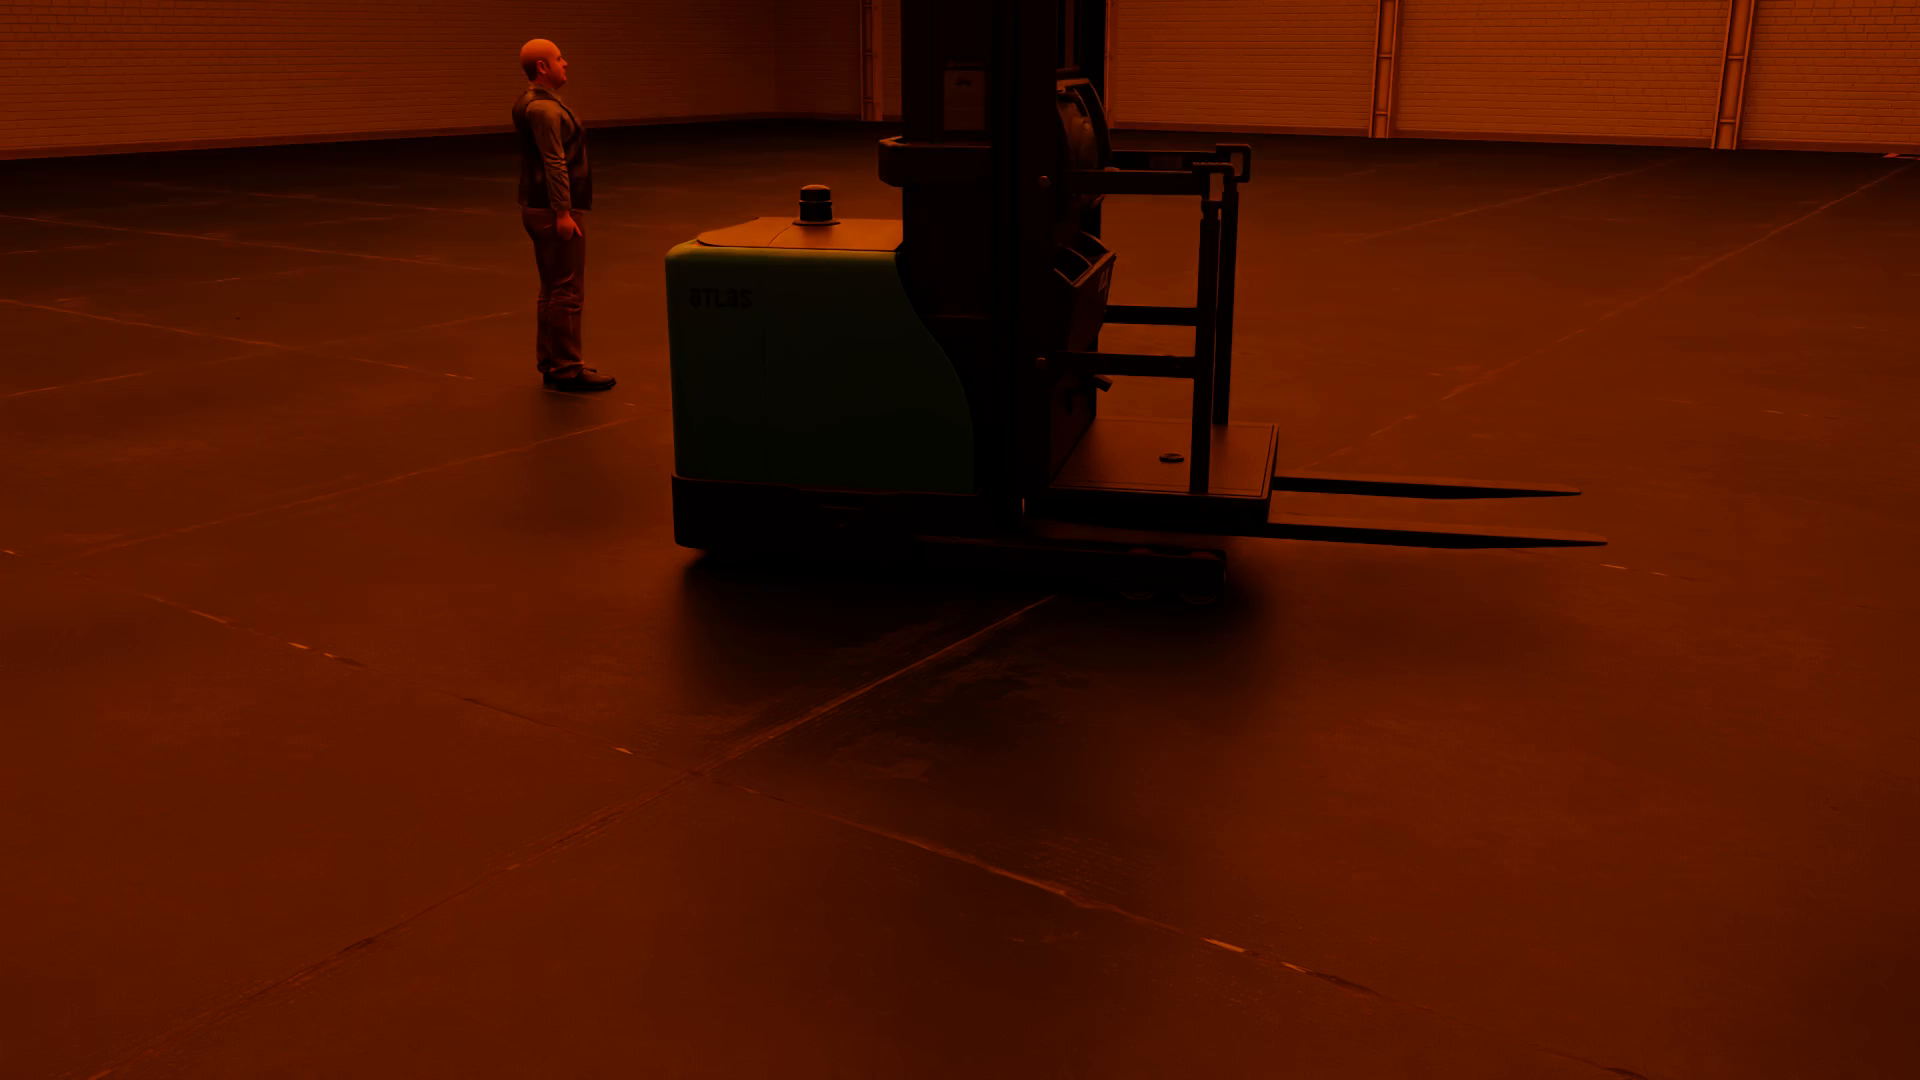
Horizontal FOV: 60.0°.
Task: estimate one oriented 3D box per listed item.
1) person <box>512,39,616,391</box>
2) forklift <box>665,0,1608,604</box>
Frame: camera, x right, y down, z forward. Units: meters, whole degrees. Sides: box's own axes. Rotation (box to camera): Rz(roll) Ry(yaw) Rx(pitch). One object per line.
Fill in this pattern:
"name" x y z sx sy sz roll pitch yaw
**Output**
"person" -2.038 -1.645 8.449 0.375 1.724 0.525 -8 18 -25
"forklift" 0.595 -1.367 5.404 3.031 2.935 1.130 4 17 12
